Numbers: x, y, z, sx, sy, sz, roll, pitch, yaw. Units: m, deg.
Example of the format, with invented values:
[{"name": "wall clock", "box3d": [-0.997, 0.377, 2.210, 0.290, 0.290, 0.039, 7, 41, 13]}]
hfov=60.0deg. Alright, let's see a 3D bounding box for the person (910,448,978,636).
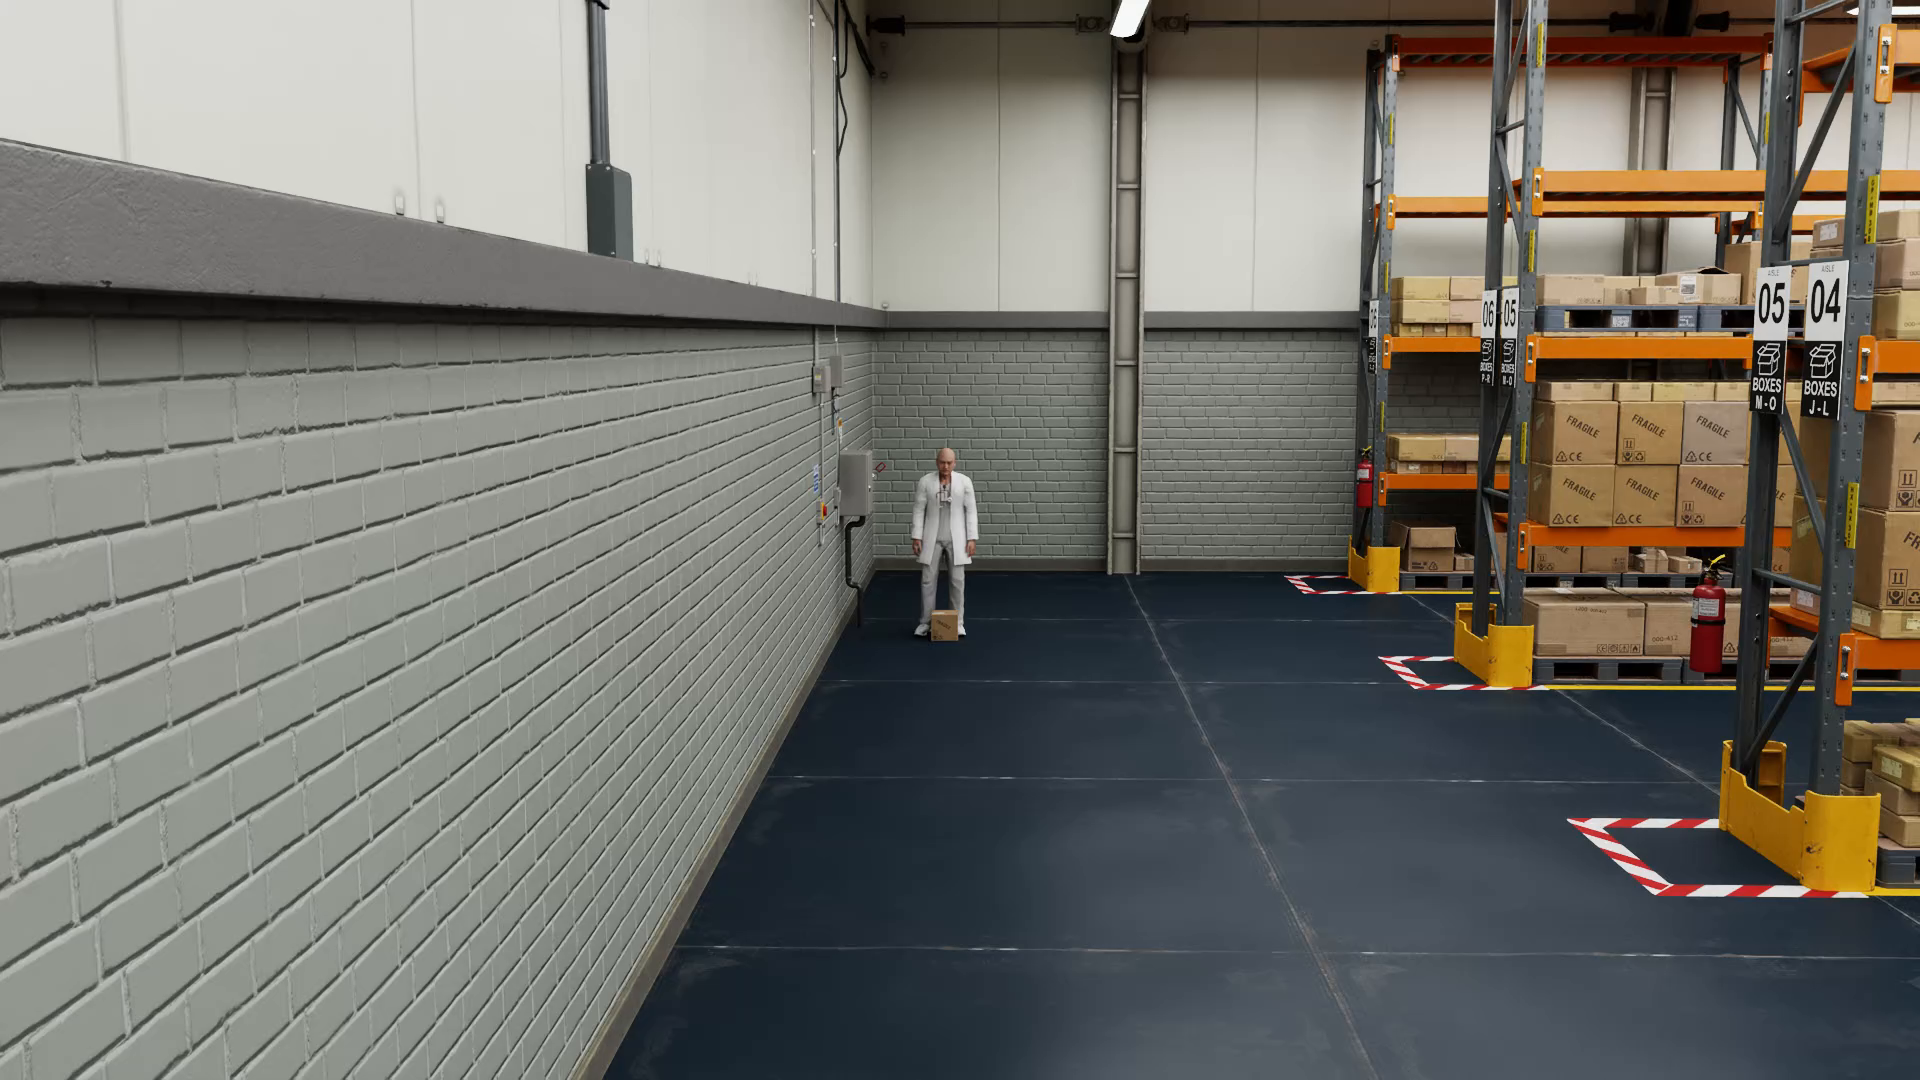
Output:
[{"name": "person", "box3d": [-0.149, 0.013, 15.722, 0.644, 1.774, 0.427, 0, 7, 2]}]
